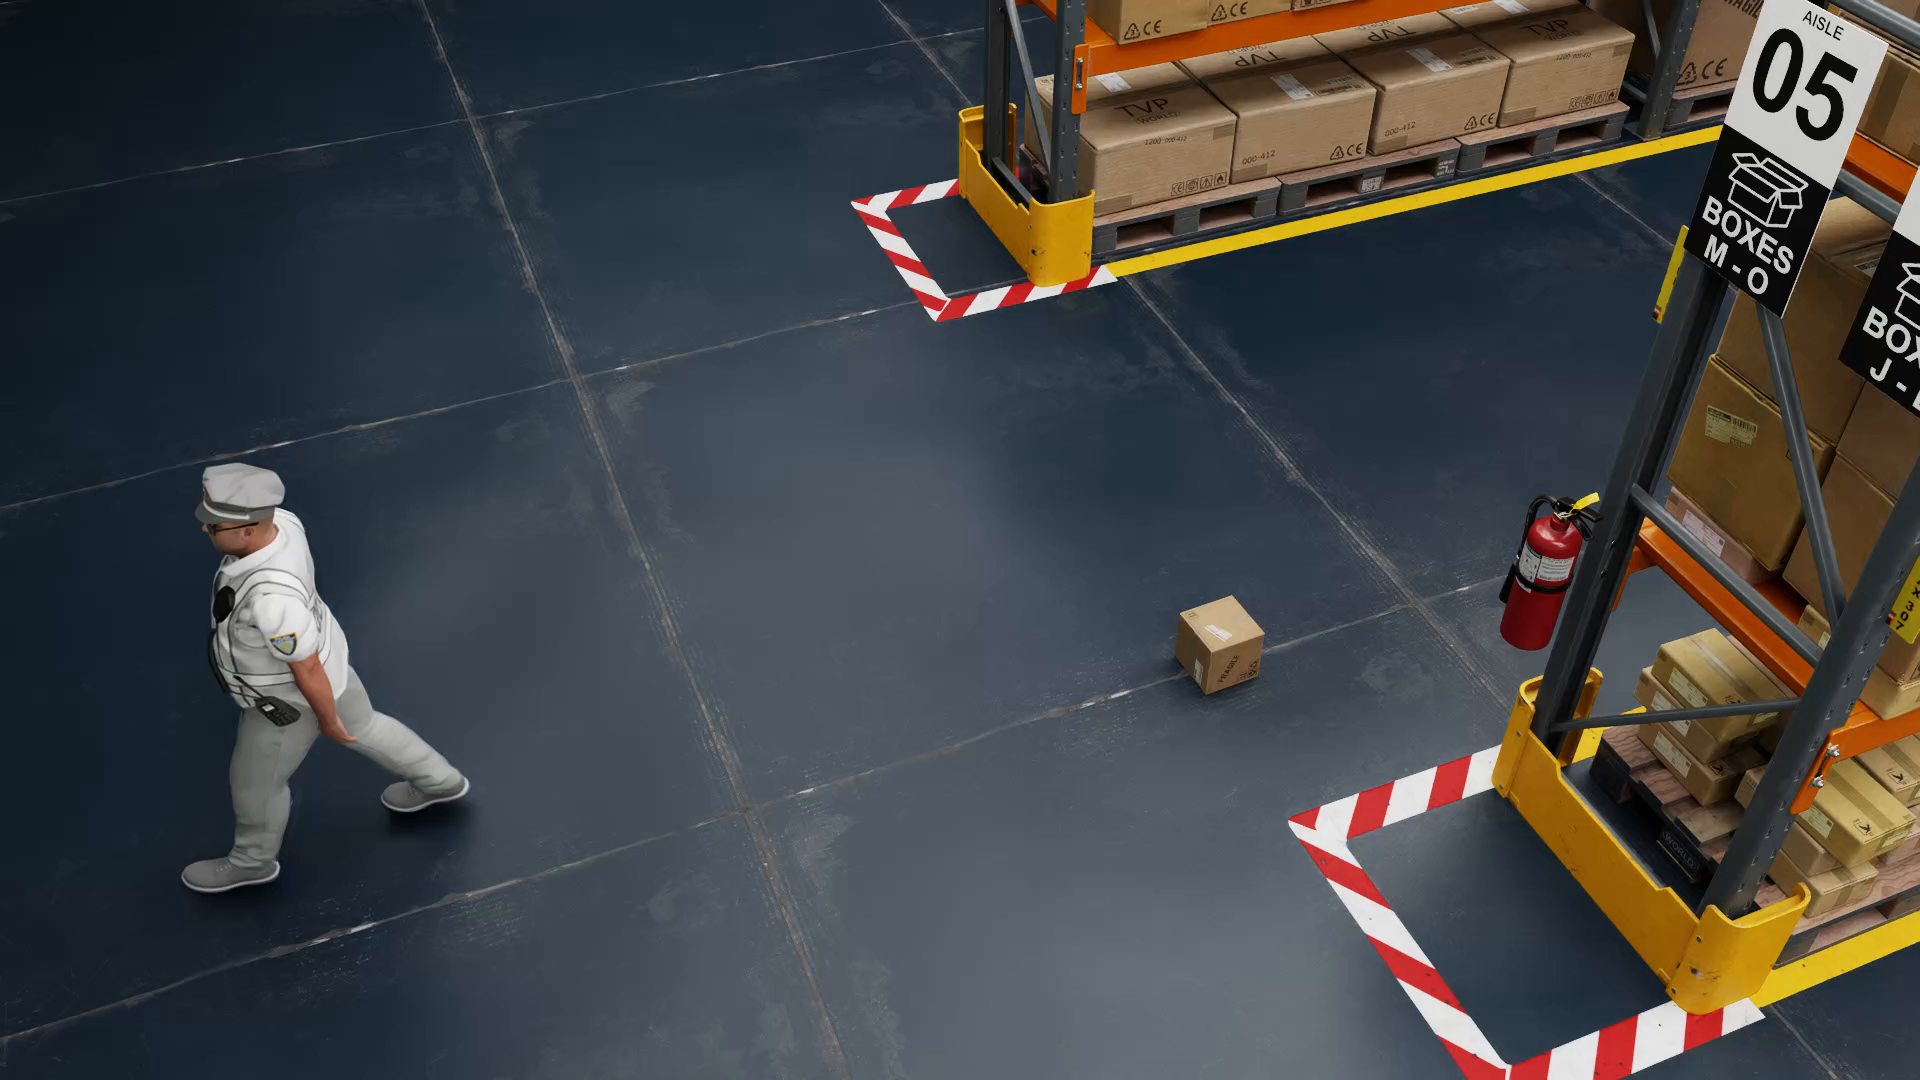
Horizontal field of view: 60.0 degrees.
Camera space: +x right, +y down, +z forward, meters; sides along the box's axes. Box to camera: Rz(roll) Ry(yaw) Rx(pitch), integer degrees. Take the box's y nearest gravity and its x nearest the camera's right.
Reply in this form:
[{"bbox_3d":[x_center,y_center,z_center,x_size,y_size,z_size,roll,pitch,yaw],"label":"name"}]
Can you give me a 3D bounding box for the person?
[{"bbox_3d":[-2.334,0.446,5.629,1.013,1.717,0.548,-9,42,-10],"label":"person"}]
